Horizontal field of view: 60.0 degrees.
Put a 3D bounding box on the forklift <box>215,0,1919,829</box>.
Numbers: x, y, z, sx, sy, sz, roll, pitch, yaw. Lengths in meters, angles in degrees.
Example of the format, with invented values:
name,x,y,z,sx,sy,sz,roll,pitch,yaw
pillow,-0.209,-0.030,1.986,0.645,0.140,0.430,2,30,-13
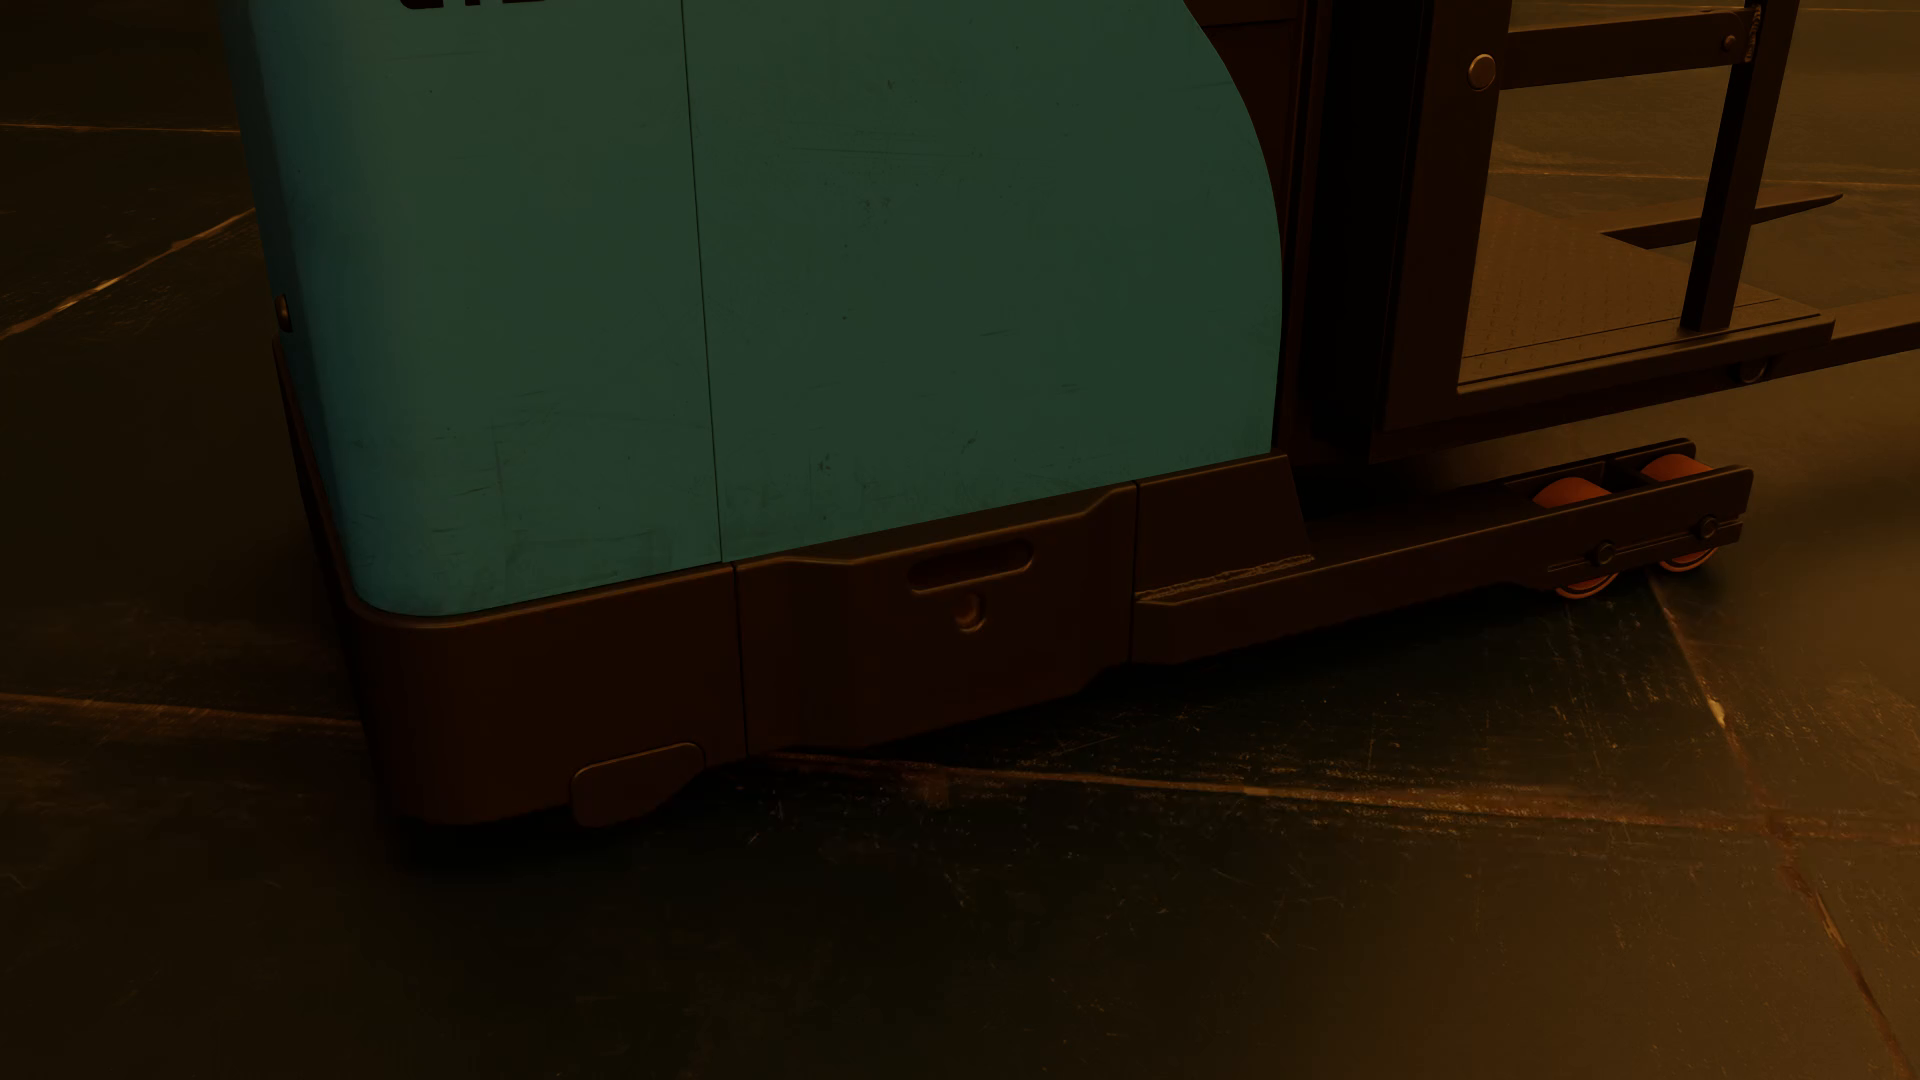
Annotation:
name,x,y,z,sx,sy,sz,roll,pitch,yaw
forklift,0.571,-1.430,2.084,3.031,2.935,1.130,-12,29,-22
